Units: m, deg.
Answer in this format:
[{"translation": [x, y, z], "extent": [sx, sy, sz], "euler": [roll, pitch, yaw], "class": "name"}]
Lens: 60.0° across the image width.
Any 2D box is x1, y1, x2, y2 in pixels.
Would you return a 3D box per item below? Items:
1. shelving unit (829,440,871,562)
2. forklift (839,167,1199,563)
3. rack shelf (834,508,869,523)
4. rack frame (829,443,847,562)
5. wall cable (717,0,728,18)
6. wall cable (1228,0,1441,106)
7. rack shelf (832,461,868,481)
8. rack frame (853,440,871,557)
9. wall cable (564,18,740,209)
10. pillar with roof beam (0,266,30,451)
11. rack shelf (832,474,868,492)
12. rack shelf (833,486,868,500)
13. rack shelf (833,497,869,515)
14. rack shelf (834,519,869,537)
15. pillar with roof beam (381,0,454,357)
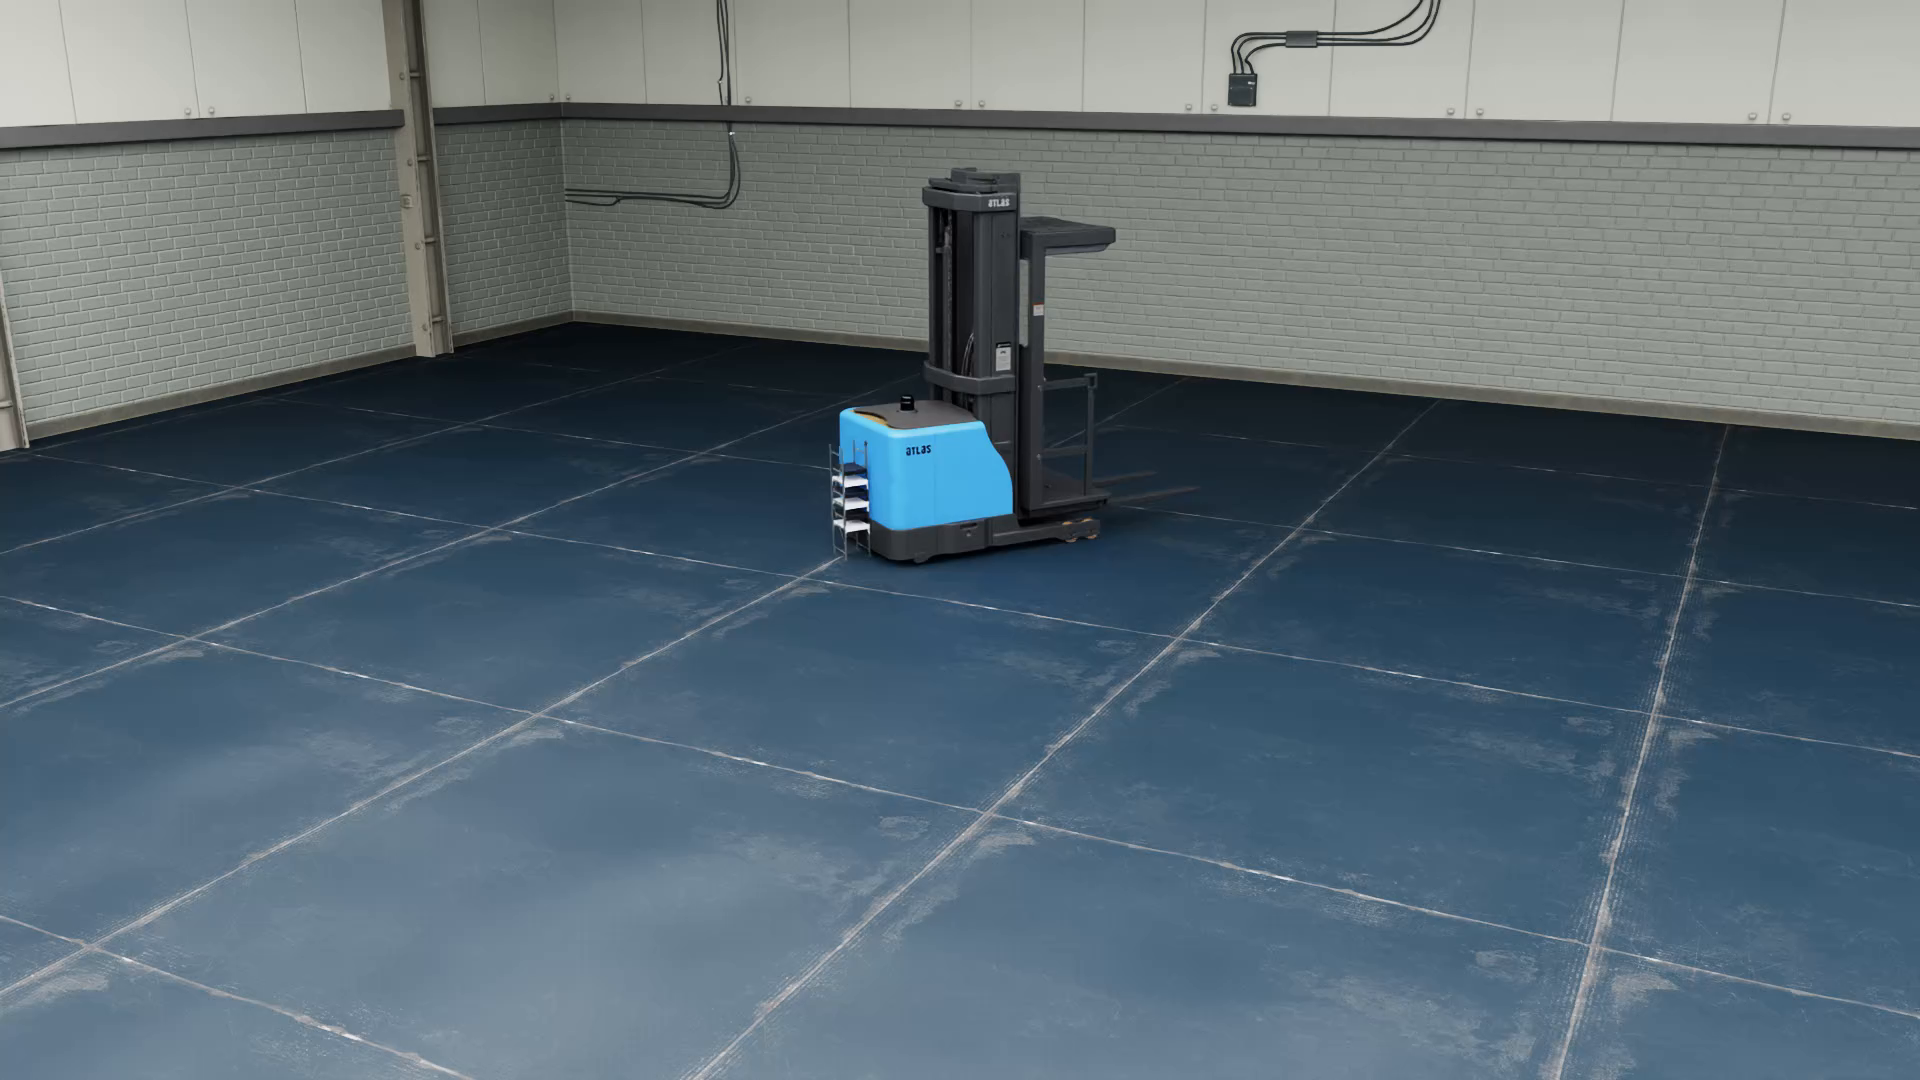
[{"translation": [-0.859, -0.308, 12.975], "extent": [0.210, 0.900, 0.258], "euler": [-10, 19, -27], "class": "shelving unit"}, {"translation": [0.565, -1.507, 13.450], "extent": [3.031, 2.935, 1.130], "euler": [-9, 19, -28], "class": "forklift"}, {"translation": [-0.857, -0.190, 13.011], "extent": [0.200, 0.077, 0.258], "euler": [-10, 19, -27], "class": "rack shelf"}, {"translation": [-0.948, -0.293, 12.928], "extent": [0.006, 0.900, 0.240], "euler": [-10, 19, -27], "class": "rack frame"}, {"translation": [-1.939, -7.913, 20.944], "extent": [3.097, 2.526, 0.112], "euler": [8, 18, 25], "class": "wall cable"}, {"translation": [4.127, -7.743, 17.815], "extent": [2.305, 6.003, 0.169], "euler": [8, 18, 25], "class": "wall cable"}, {"translation": [-0.862, -0.534, 12.906], "extent": [0.200, 0.077, 0.258], "euler": [-10, 19, -27], "class": "rack shelf"}, {"translation": [-0.769, -0.324, 13.021], "extent": [0.006, 0.900, 0.240], "euler": [-10, 19, -27], "class": "rack frame"}, {"translation": [-4.359, -5.836, 22.821], "extent": [3.097, 2.526, 0.112], "euler": [8, 18, 25], "class": "wall cable"}, {"translation": [-5.688, -4.666, 13.430], "extent": [9.100, 9.000, 0.400], "euler": [8, 18, 25], "class": "pillar with roof beam"}, {"translation": [-0.861, -0.448, 12.932], "extent": [0.200, 0.077, 0.258], "euler": [-10, 19, -27], "class": "rack shelf"}, {"translation": [-0.859, -0.362, 12.958], "extent": [0.200, 0.077, 0.258], "euler": [-10, 19, -27], "class": "rack shelf"}, {"translation": [-0.858, -0.276, 12.985], "extent": [0.200, 0.077, 0.258], "euler": [-10, 19, -27], "class": "rack shelf"}, {"translation": [-0.855, -0.104, 13.037], "extent": [0.200, 0.077, 0.258], "euler": [-10, 19, -27], "class": "rack shelf"}, {"translation": [-3.007, -6.195, 18.575], "extent": [9.100, 9.000, 0.400], "euler": [8, 18, 25], "class": "pillar with roof beam"}]
